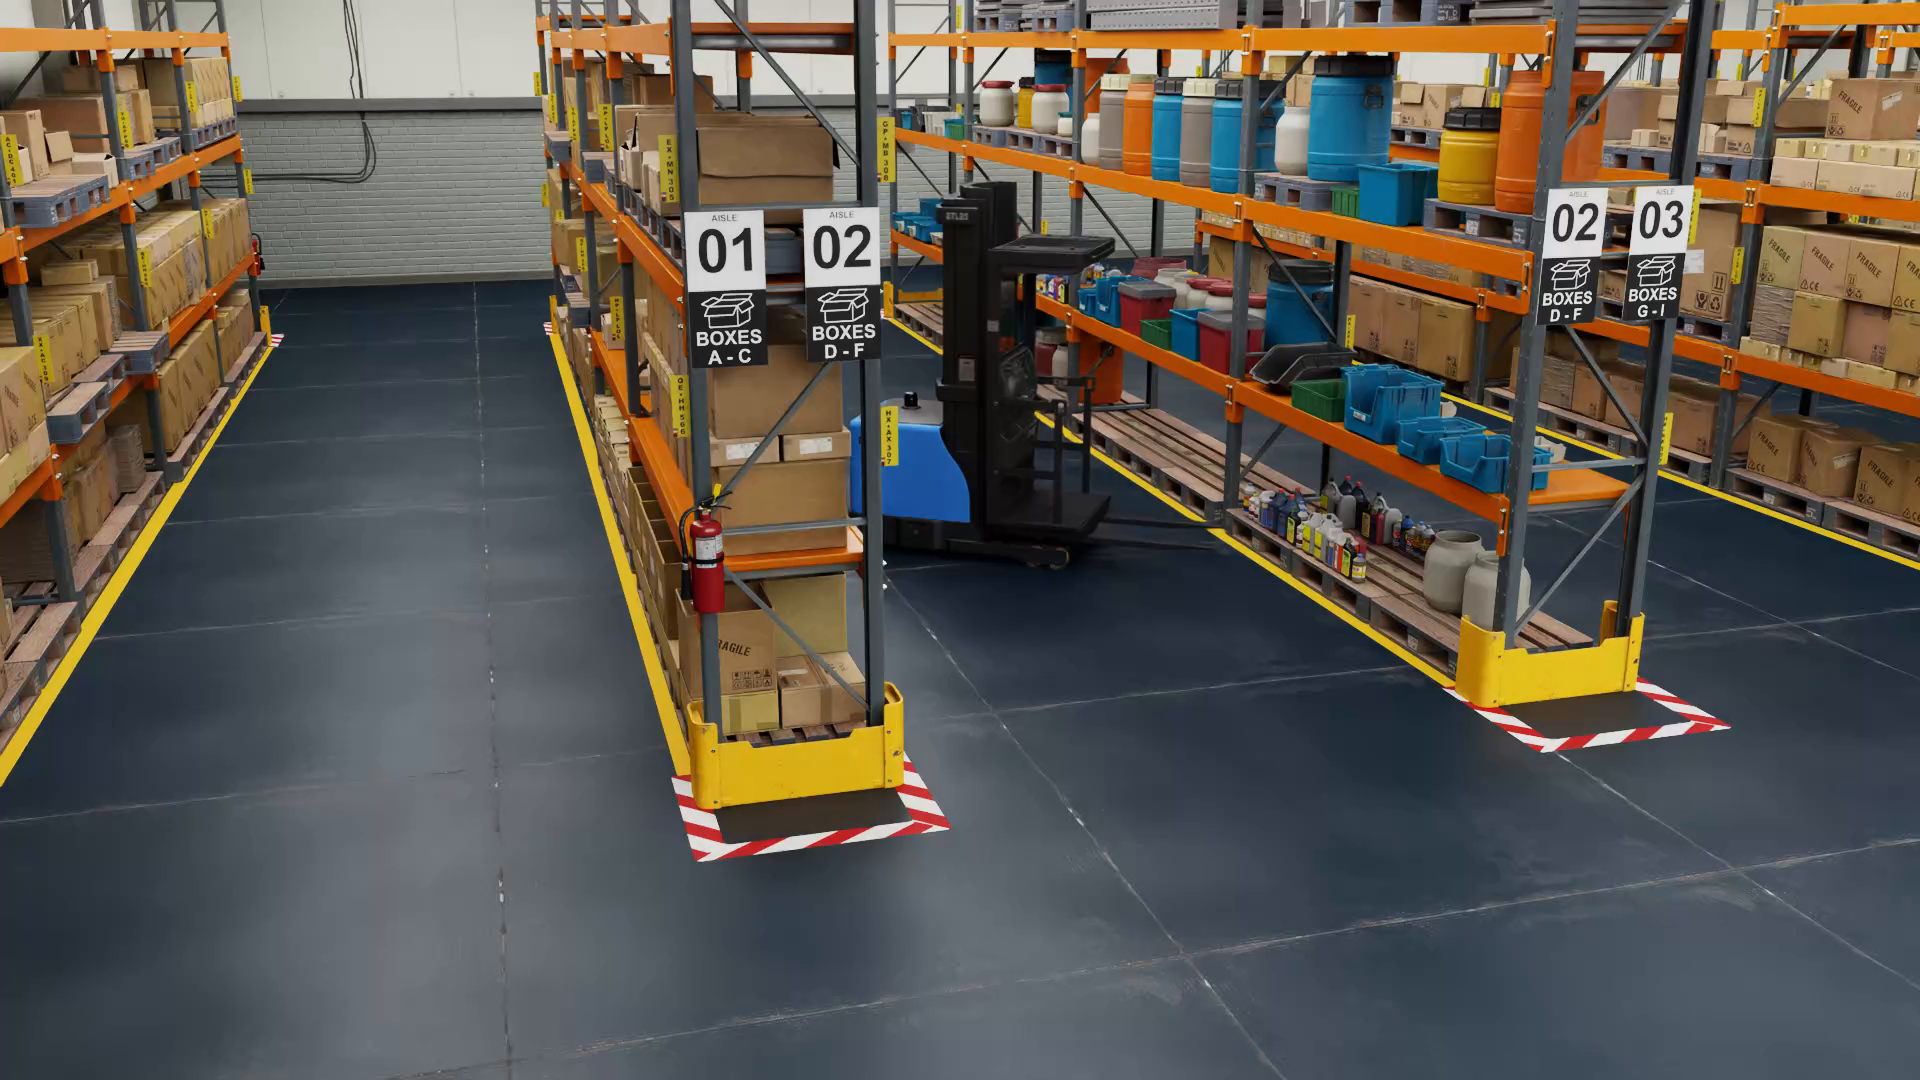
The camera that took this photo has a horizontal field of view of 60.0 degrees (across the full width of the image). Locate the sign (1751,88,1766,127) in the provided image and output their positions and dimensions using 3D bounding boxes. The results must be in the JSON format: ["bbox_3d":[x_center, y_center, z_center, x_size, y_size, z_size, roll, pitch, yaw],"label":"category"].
[{"bbox_3d":[6.977,-3.780,14.526,0.100,0.325,0.005,-5,17,-15],"label":"sign"}]

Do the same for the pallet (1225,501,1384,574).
[{"bbox_3d":[2.892,-0.036,13.706,1.003,0.211,1.213,-5,17,-15],"label":"pallet"}]

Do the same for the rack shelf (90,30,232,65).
[{"bbox_3d":[-9.527,-5.881,19.833,1.077,0.370,4.000,-5,17,-15],"label":"rack shelf"}]

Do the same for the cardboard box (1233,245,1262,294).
[{"bbox_3d":[4.714,-4.033,25.127,0.875,0.875,0.875,-5,17,-15],"label":"cardboard box"}]

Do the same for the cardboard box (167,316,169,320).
[{"bbox_3d":[-8.126,-2.236,16.585,0.380,0.149,0.250,-4,17,-14],"label":"cardboard box"}]

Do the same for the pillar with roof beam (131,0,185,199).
[{"bbox_3d":[-7.511,-7.989,24.905,9.100,9.000,0.400,-5,17,-15],"label":"pillar with roof beam"}]

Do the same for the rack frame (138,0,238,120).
[{"bbox_3d":[-10.076,-6.970,21.514,1.000,3.000,0.127,-5,17,-15],"label":"rack frame"}]

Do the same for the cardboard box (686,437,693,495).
[{"bbox_3d":[-1.313,-0.524,10.310,0.700,0.500,0.500,-5,17,-15],"label":"cardboard box"}]

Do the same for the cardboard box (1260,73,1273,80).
[{"bbox_3d":[4.633,-6.561,24.289,0.700,0.500,0.500,-6,18,-19],"label":"cardboard box"}]

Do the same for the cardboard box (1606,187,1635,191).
[{"bbox_3d":[9.718,-5.307,23.977,0.500,0.500,0.500,-5,18,-17],"label":"cardboard box"}]

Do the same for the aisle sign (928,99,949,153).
[{"bbox_3d":[-0.289,-6.168,24.754,0.394,0.787,0.004,-5,17,-15],"label":"aisle sign"}]

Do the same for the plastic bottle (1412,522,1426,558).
[{"bbox_3d":[3.526,-0.007,12.739,0.097,0.271,0.097,0,17,0],"label":"plastic bottle"}]

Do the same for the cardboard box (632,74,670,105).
[{"bbox_3d":[-2.327,-3.425,13.152,0.500,0.500,0.500,-3,17,-10],"label":"cardboard box"}]

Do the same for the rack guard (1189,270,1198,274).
[{"bbox_3d":[4.205,-4.081,26.670,1.175,0.500,0.348,-5,17,-15],"label":"rack guard"}]

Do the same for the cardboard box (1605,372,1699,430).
[{"bbox_3d":[7.094,-1.426,17.064,0.700,0.500,0.500,-6,18,-20],"label":"cardboard box"}]

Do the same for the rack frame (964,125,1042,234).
[{"bbox_3d":[0.549,-3.774,21.301,1.000,3.000,0.127,-5,17,-15],"label":"rack frame"}]

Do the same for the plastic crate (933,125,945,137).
[{"bbox_3d":[-0.167,-5.406,21.978,0.293,0.136,0.466,-5,17,-15],"label":"plastic crate"}]

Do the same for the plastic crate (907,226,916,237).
[{"bbox_3d":[-0.604,-4.405,23.758,0.250,0.136,0.298,-5,17,-15],"label":"plastic crate"}]

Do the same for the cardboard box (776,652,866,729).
[{"bbox_3d":[-0.851,0.886,9.838,0.500,0.250,0.500,-5,17,-15],"label":"cardboard box"}]

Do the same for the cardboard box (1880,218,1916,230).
[{"bbox_3d":[11.321,-3.825,19.559,0.700,0.500,0.500,-5,17,-16],"label":"cardboard box"}]

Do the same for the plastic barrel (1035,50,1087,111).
[{"bbox_3d":[1.165,-5.191,19.205,0.600,0.901,0.708,-5,17,-15],"label":"plastic barrel"}]

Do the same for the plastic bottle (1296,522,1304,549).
[{"bbox_3d":[2.677,-0.043,12.980,0.097,0.201,0.097,0,17,0],"label":"plastic bottle"}]

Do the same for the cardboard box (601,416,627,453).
[{"bbox_3d":[-2.964,-0.975,15.060,0.500,0.311,0.500,-5,17,-17],"label":"cardboard box"}]

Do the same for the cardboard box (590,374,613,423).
[{"bbox_3d":[-3.599,-1.530,17.413,0.500,0.500,0.500,-4,17,-13],"label":"cardboard box"}]

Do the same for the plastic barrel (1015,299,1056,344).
[{"bbox_3d":[0.876,-2.622,20.385,0.600,0.901,0.708,-5,17,-15],"label":"plastic barrel"}]

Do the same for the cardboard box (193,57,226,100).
[{"bbox_3d":[-9.486,-5.750,20.718,0.500,0.500,0.500,-4,17,-14],"label":"cardboard box"}]

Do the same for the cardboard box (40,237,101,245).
[{"bbox_3d":[-8.391,-2.692,15.669,0.500,0.250,0.500,-5,18,-17],"label":"cardboard box"}]

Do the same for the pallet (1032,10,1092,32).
[{"bbox_3d":[1.479,-5.460,17.511,1.213,0.211,1.003,-5,17,-15],"label":"pallet"}]

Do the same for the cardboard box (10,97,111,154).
[{"bbox_3d":[-8.064,-3.706,14.924,0.700,0.500,0.500,-6,18,-20],"label":"cardboard box"}]

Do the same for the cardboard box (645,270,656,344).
[{"bbox_3d":[-1.889,-1.717,12.026,0.700,0.500,0.500,-5,17,-15],"label":"cardboard box"}]

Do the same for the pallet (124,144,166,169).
[{"bbox_3d":[-8.416,-3.713,16.213,1.003,0.211,1.213,-4,17,-13],"label":"pallet"}]

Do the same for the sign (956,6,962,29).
[{"bbox_3d":[-0.026,-7.647,24.327,0.100,0.325,0.005,-5,17,-15],"label":"sign"}]

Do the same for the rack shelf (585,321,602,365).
[{"bbox_3d":[-3.665,-2.485,18.262,1.077,0.370,4.000,-5,17,-15],"label":"rack shelf"}]

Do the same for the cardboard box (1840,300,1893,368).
[{"bbox_3d":[7.911,-1.742,13.846,0.875,0.500,0.500,-5,17,-15],"label":"cardboard box"}]

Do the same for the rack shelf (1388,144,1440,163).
[{"bbox_3d":[5.860,-4.704,20.435,1.077,0.370,4.000,-5,17,-15],"label":"rack shelf"}]

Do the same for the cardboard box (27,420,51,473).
[{"bbox_3d":[-6.357,-0.608,10.989,0.500,0.250,0.500,-5,17,-15],"label":"cardboard box"}]

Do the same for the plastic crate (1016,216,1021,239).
[{"bbox_3d":[0.544,-4.100,22.171,0.402,0.464,0.583,-5,17,-15],"label":"plastic crate"}]

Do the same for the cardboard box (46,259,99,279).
[{"bbox_3d":[-7.754,-2.360,14.529,0.380,0.149,0.250,-7,18,-22],"label":"cardboard box"}]

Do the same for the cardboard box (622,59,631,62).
[{"bbox_3d":[-4.387,-5.627,20.346,0.700,0.500,0.500,-5,17,-15],"label":"cardboard box"}]

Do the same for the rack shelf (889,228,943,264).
[{"bbox_3d":[-0.001,-3.982,23.246,1.077,0.370,4.000,-5,17,-15],"label":"rack shelf"}]

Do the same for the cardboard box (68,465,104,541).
[{"bbox_3d":[-7.288,-0.277,13.239,0.700,0.500,0.500,-4,17,-15],"label":"cardboard box"}]

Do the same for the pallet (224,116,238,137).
[{"bbox_3d":[-9.862,-5.287,21.278,1.003,0.211,1.213,-5,17,-15],"label":"pallet"}]

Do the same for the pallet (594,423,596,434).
[{"bbox_3d":[-3.285,-1.151,17.416,1.003,0.211,1.213,-5,17,-15],"label":"pallet"}]

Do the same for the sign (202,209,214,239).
[{"bbox_3d":[-8.458,-3.553,18.690,0.100,0.325,0.005,-5,17,-15],"label":"sign"}]

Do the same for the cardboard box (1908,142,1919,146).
[{"bbox_3d":[8.115,-3.223,13.821,0.380,0.149,0.250,-5,18,-17],"label":"cardboard box"}]

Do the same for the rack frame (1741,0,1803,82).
[{"bbox_3d":[13.740,-8.928,28.033,1.000,3.000,0.127,-5,17,-15],"label":"rack frame"}]

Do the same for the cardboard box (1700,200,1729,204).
[{"bbox_3d":[10.061,-4.462,22.265,0.380,0.149,0.250,-5,17,-16],"label":"cardboard box"}]

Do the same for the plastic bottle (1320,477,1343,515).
[{"bbox_3d":[3.063,-0.336,13.697,0.144,0.351,0.185,-5,17,-15],"label":"plastic bottle"}]

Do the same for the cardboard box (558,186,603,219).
[{"bbox_3d":[-4.603,-4.029,20.240,0.500,0.500,0.500,-5,17,-15],"label":"cardboard box"}]

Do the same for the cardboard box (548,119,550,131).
[{"bbox_3d":[-5.010,-5.277,21.351,0.500,0.250,0.500,-5,17,-15],"label":"cardboard box"}]

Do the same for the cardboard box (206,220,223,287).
[{"bbox_3d":[-9.110,-3.285,19.154,0.980,0.700,0.700,-4,17,-14],"label":"cardboard box"}]

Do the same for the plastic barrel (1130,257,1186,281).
[{"bbox_3d":[2.067,-2.628,17.250,0.600,0.536,0.708,-5,17,-15],"label":"plastic barrel"}]

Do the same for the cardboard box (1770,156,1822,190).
[{"bbox_3d":[7.387,-3.172,14.346,0.500,0.250,0.500,-5,18,-17],"label":"cardboard box"}]

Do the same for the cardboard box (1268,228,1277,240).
[{"bbox_3d":[4.629,-4.388,23.783,0.380,0.149,0.250,-4,17,-14],"label":"cardboard box"}]

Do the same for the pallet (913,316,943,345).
[{"bbox_3d":[-0.030,-2.977,23.494,1.003,0.211,1.213,-5,17,-15],"label":"pallet"}]

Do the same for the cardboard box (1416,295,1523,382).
[{"bbox_3d":[6.240,-2.435,19.807,1.225,0.875,0.875,-6,18,-18],"label":"cardboard box"}]

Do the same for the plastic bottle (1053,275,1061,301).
[{"bbox_3d":[1.063,-2.753,18.107,0.061,0.283,0.133,-5,17,-15],"label":"plastic bottle"}]

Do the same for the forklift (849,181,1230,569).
[{"bbox_3d":[0.660,-1.346,13.338,3.031,2.935,1.130,5,17,17],"label":"forklift"}]

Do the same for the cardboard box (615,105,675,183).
[{"bbox_3d":[-2.132,-2.763,11.574,0.500,0.500,0.500,-3,17,-11],"label":"cardboard box"}]
